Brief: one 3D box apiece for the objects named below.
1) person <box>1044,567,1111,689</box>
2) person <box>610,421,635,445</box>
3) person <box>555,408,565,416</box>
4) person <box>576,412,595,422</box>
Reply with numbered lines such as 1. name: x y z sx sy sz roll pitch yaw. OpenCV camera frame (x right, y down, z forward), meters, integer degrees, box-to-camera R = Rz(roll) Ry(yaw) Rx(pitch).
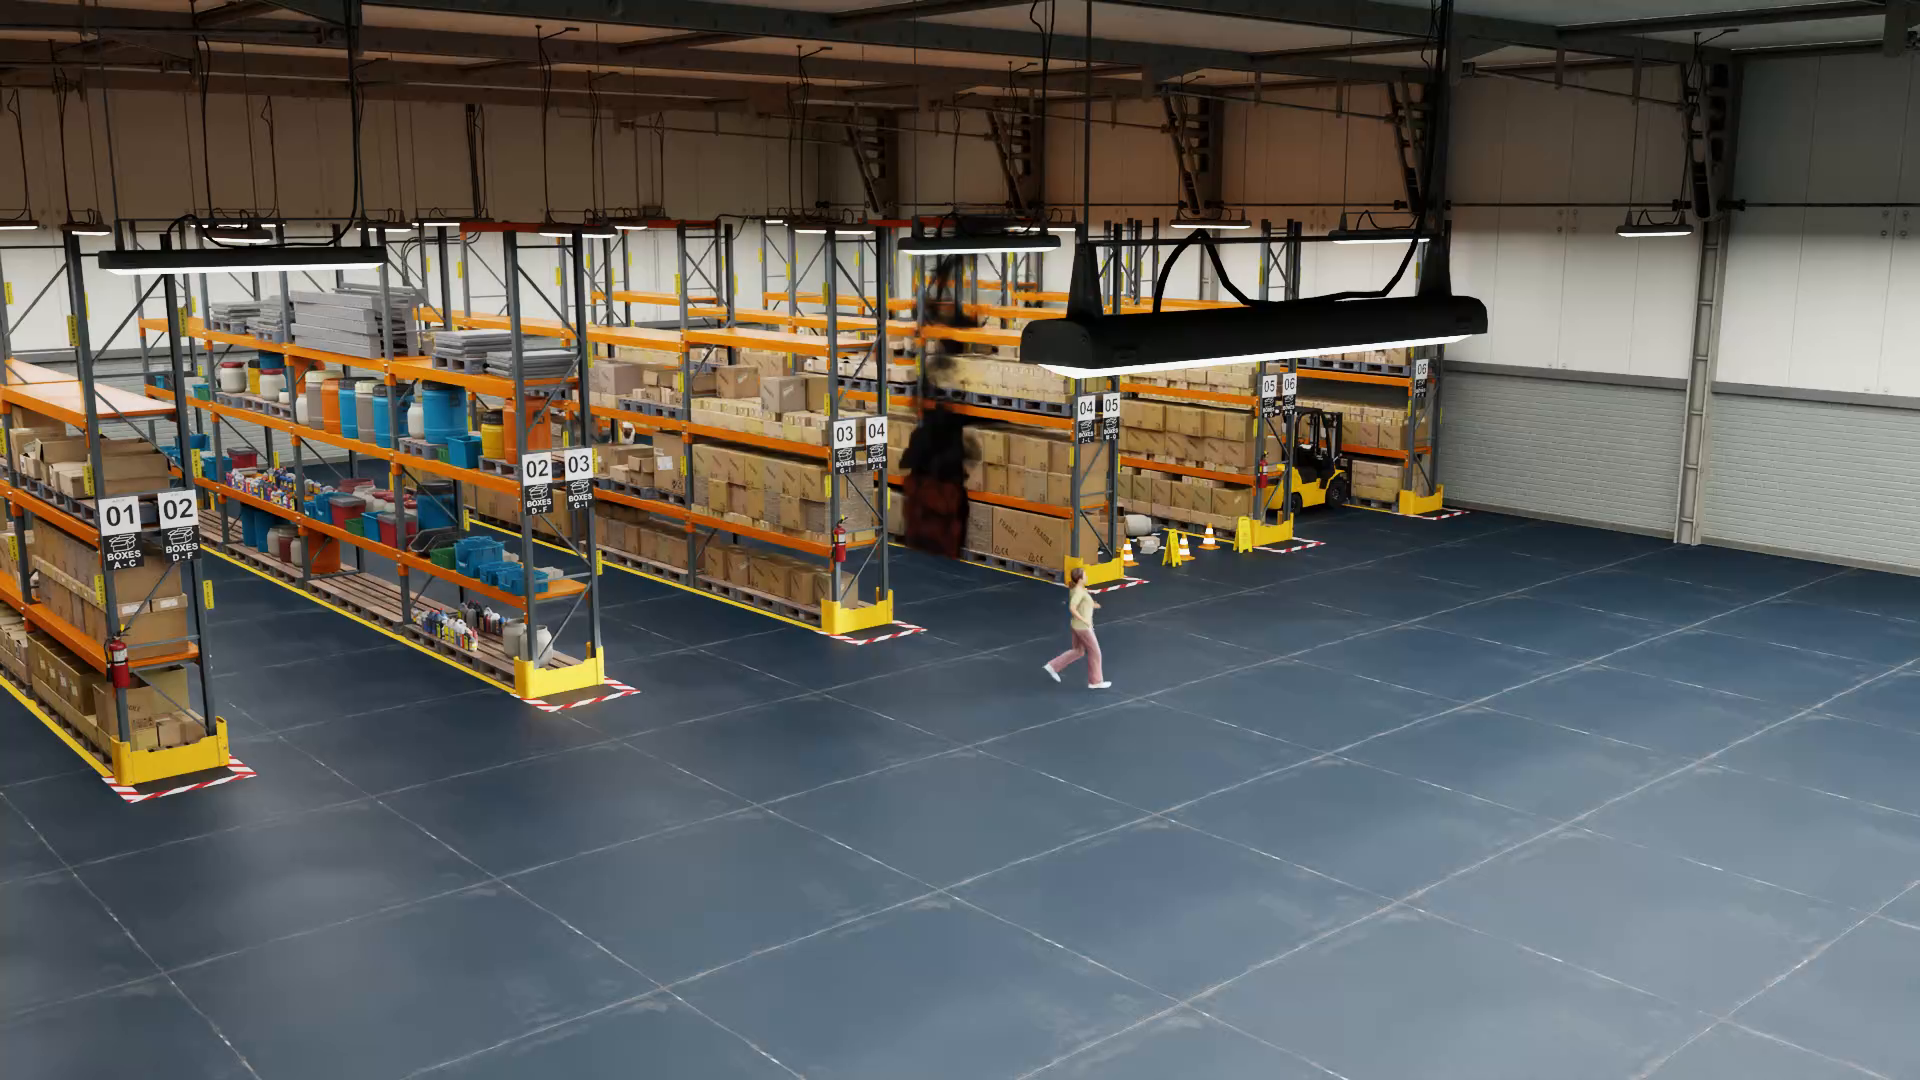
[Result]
1. person: 1.592 1.162 21.911 0.845 1.643 0.588 -2 12 -11
2. person: -7.479 -1.794 36.631 1.049 1.717 0.746 10 15 42
3. person: -9.641 -2.512 40.155 0.656 1.687 0.783 4 12 20
4. person: -9.281 -2.694 40.958 0.601 1.672 0.860 -11 16 -42
